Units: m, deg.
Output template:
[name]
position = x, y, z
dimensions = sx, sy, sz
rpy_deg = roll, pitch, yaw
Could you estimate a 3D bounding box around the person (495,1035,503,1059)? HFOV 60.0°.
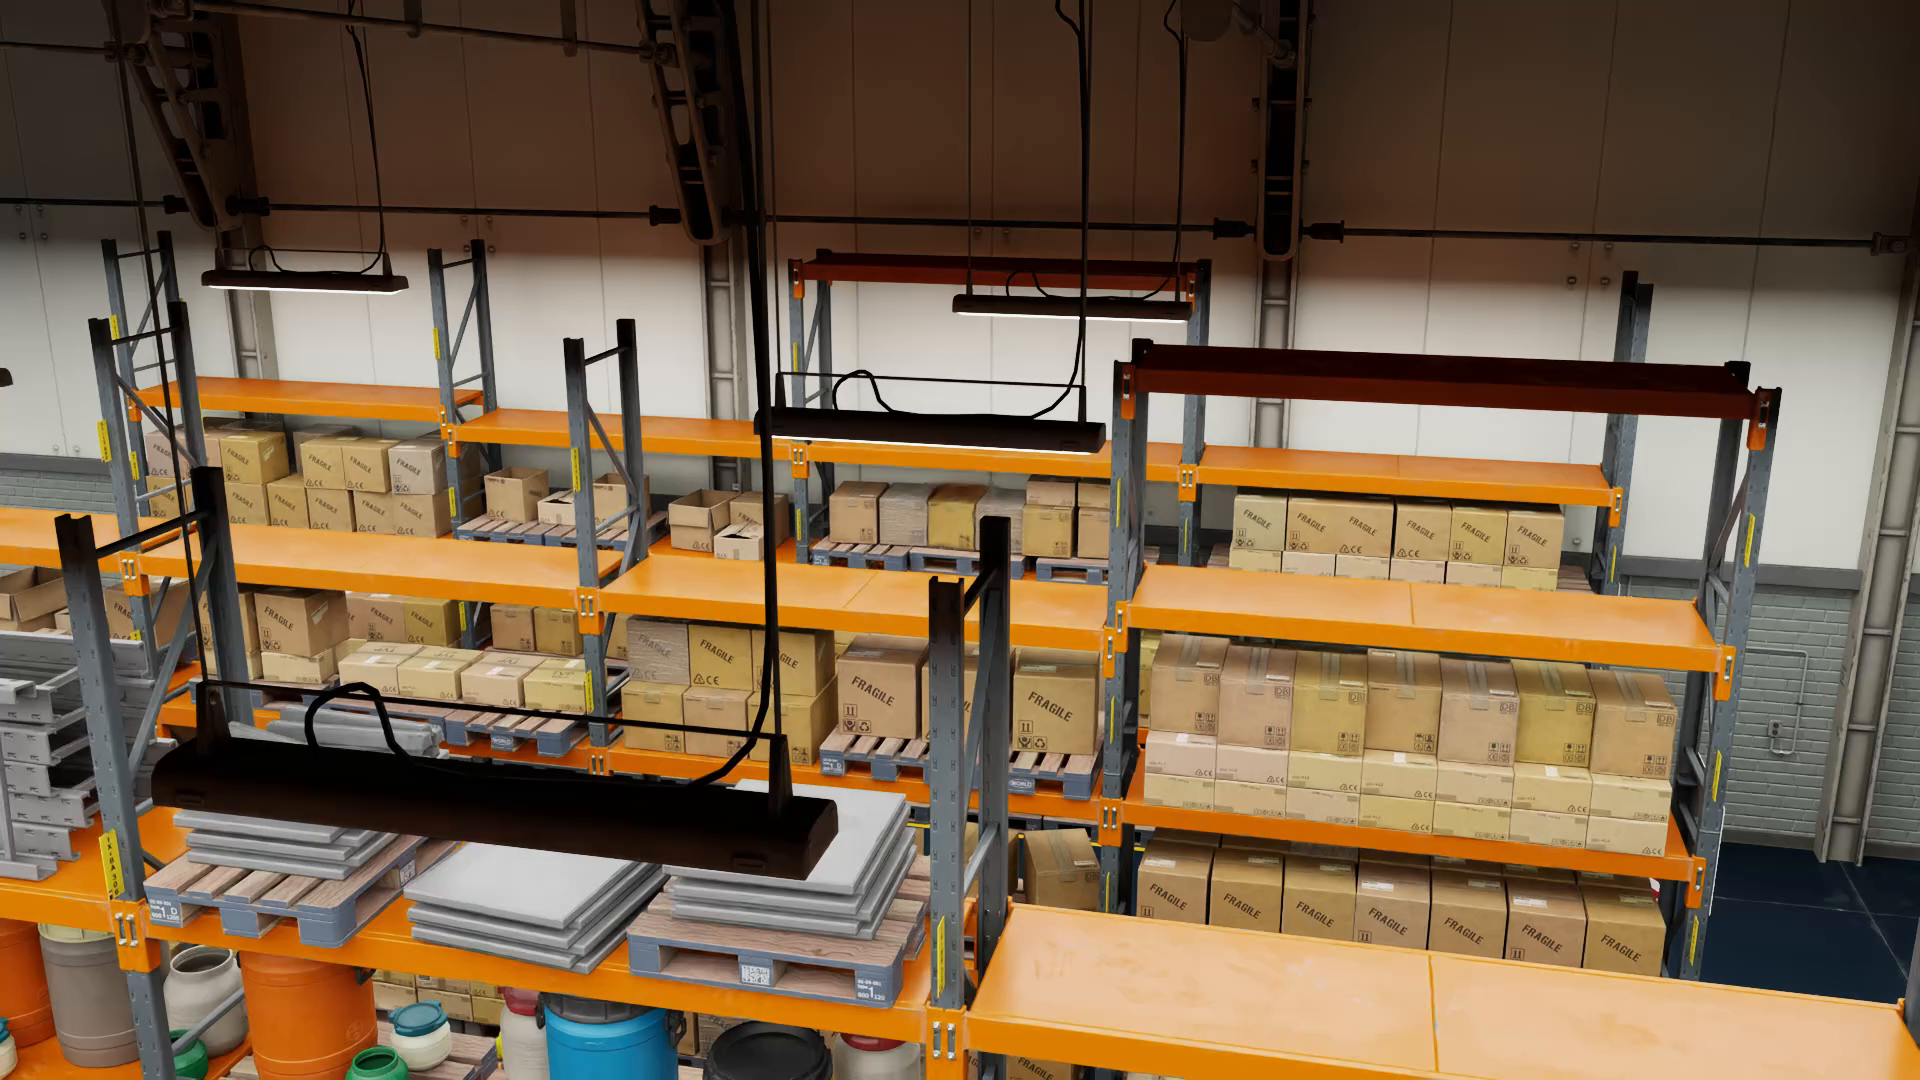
[person]
position = -2.827, 4.126, 11.194
dimensions = 0.717, 1.732, 0.630
rpy_deg = 9, 19, 29
